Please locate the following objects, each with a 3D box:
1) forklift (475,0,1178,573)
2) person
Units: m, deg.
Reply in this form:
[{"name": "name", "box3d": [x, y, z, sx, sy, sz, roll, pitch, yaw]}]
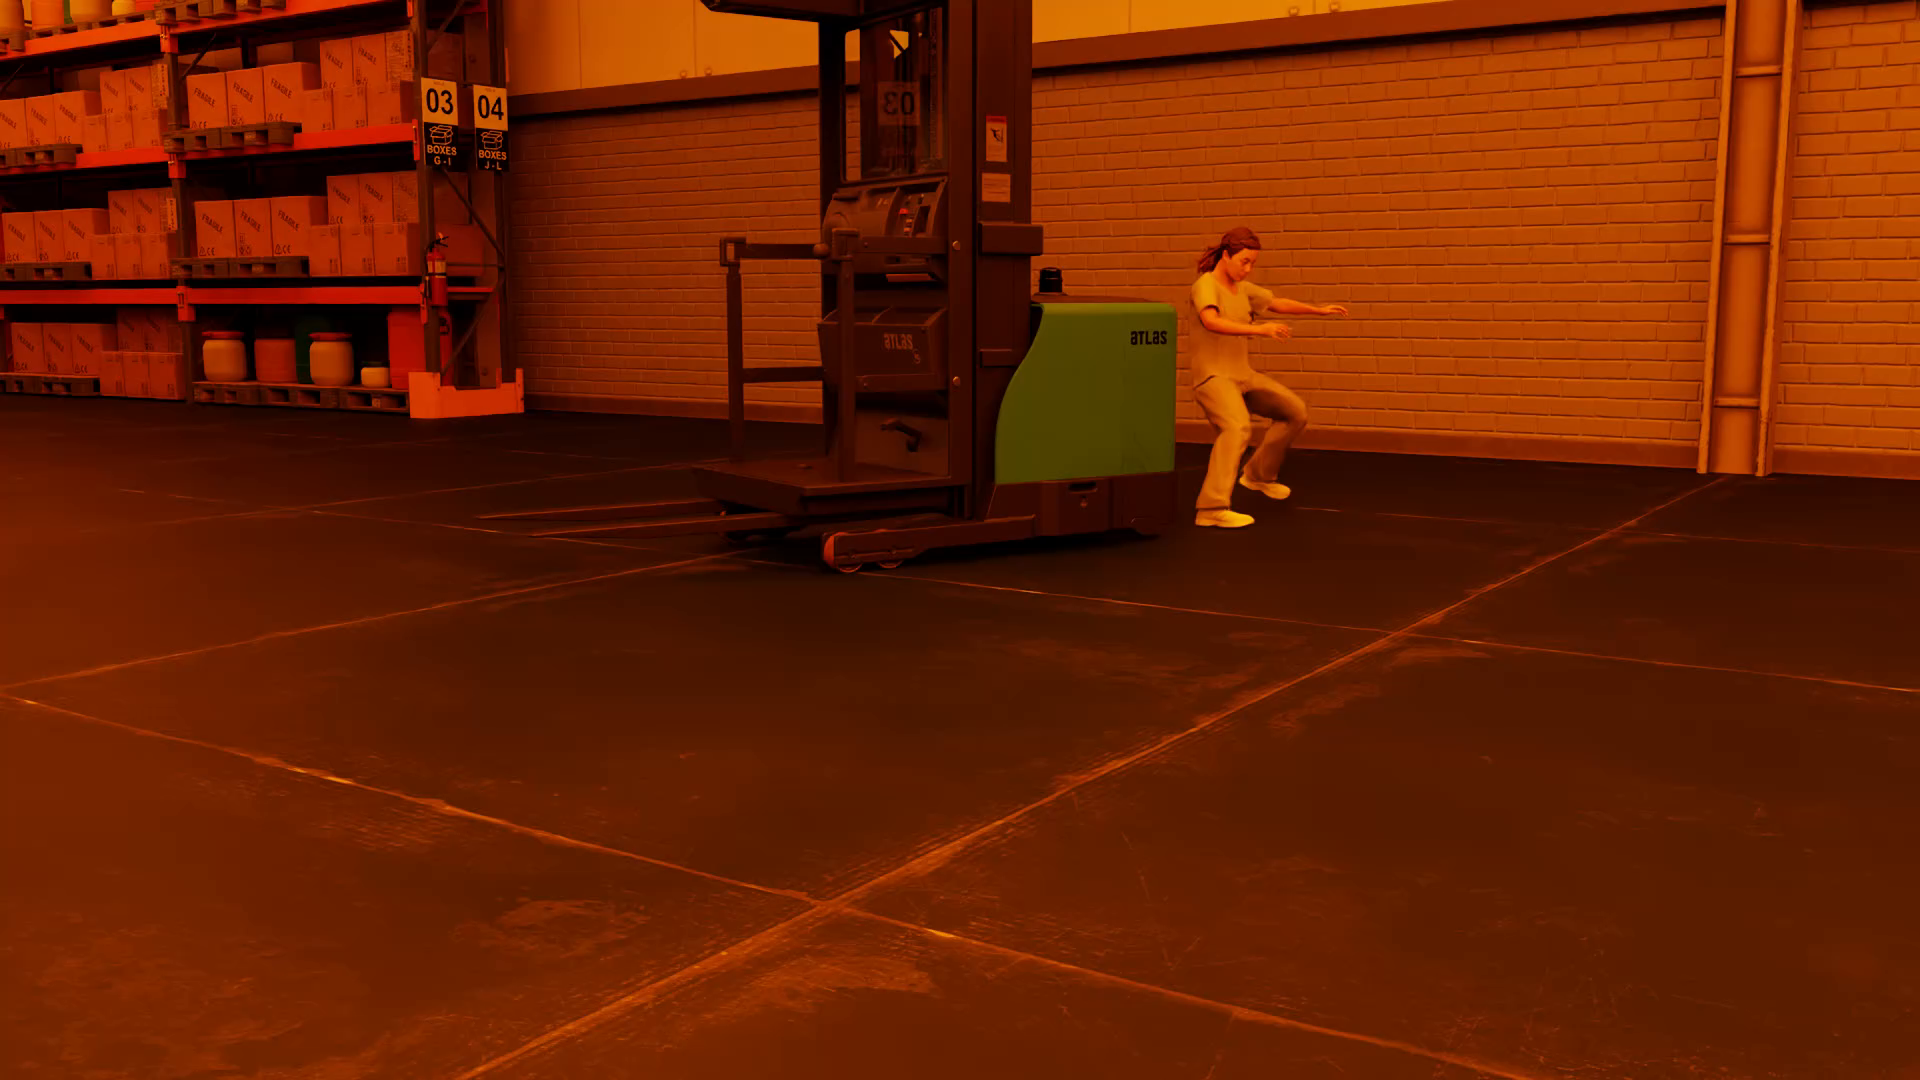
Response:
[{"name": "forklift", "box3d": [-0.507, -1.403, 7.061, 3.031, 2.935, 1.130, -5, 10, -33]}, {"name": "person", "box3d": [1.493, -0.852, 8.423, 0.651, 1.451, 1.172, 7, 11, 42]}]
